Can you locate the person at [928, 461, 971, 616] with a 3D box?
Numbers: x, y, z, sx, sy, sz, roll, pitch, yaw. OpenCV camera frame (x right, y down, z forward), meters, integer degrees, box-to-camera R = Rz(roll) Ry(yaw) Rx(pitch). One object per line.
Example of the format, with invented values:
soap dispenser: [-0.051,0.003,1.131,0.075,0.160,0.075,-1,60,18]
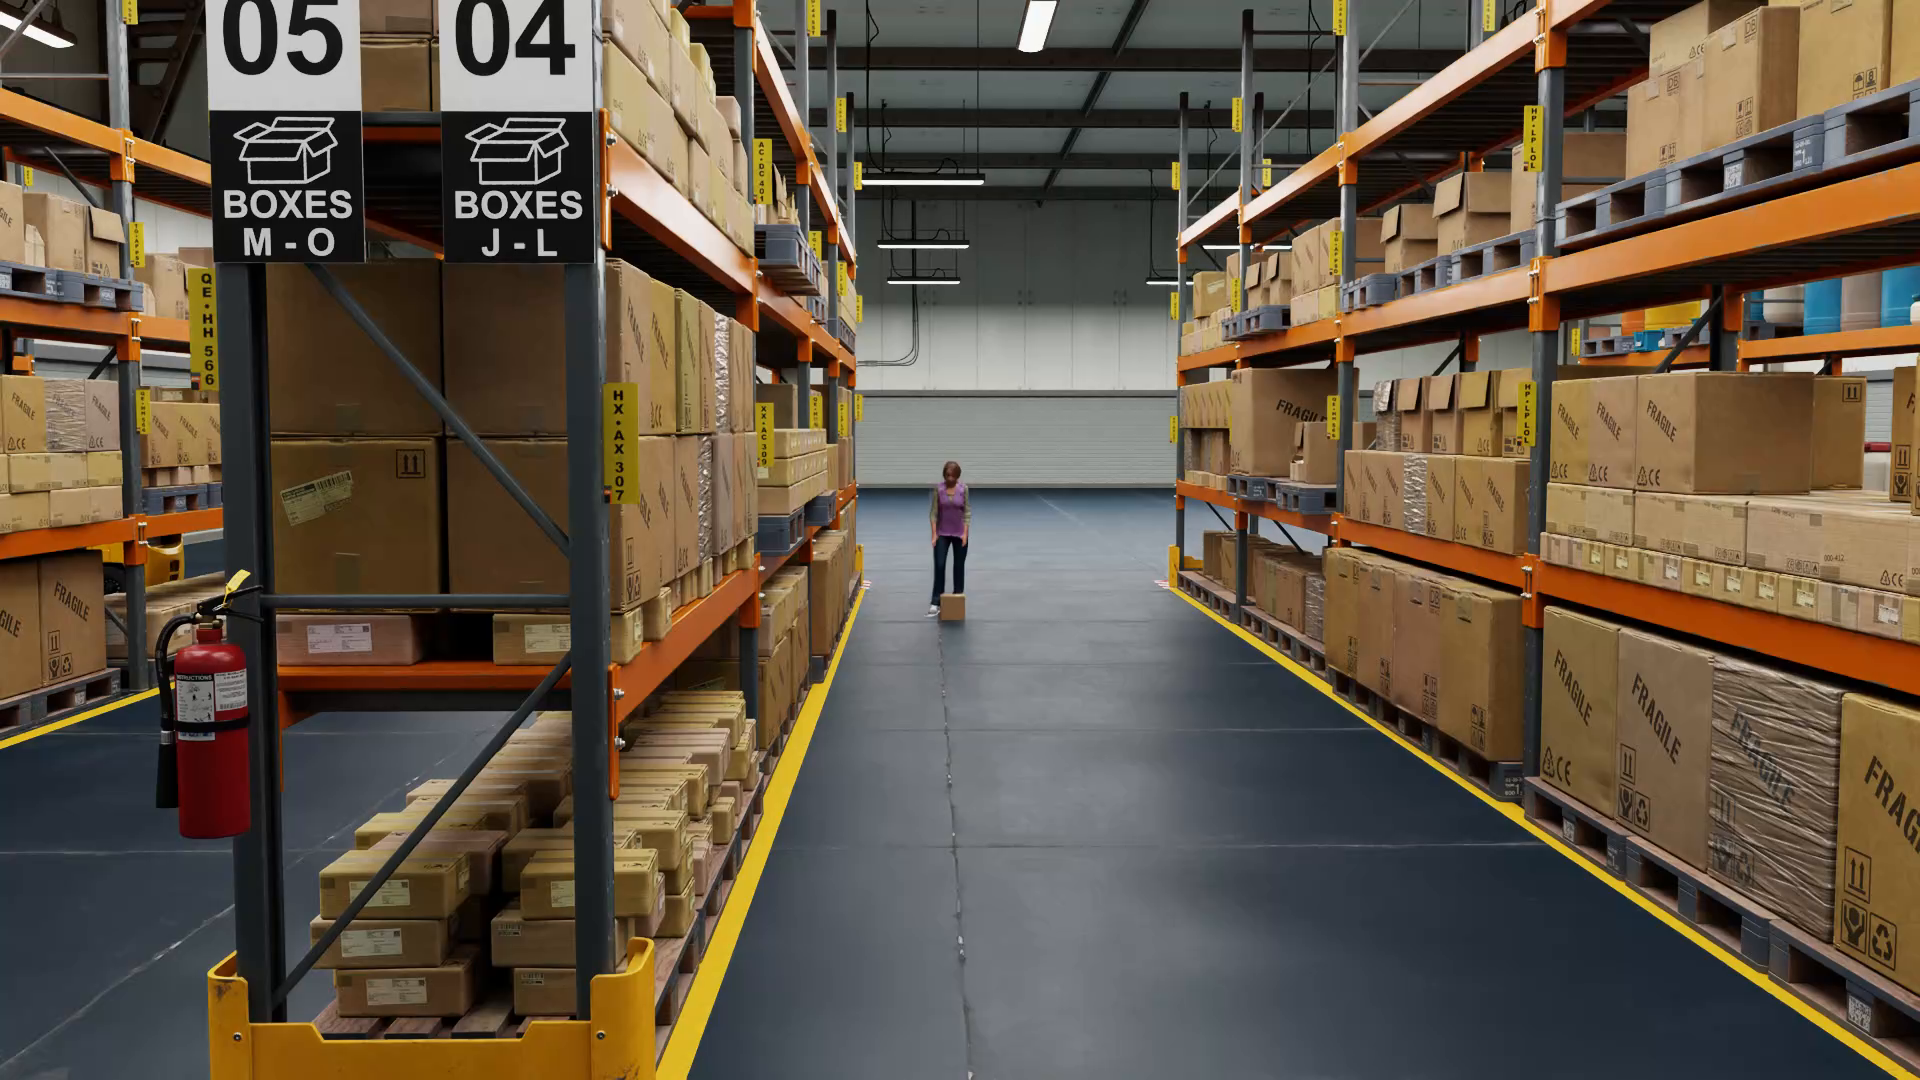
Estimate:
person: [-0.112,-0.018,17.357,0.452,1.606,0.439,0,4,-1]
